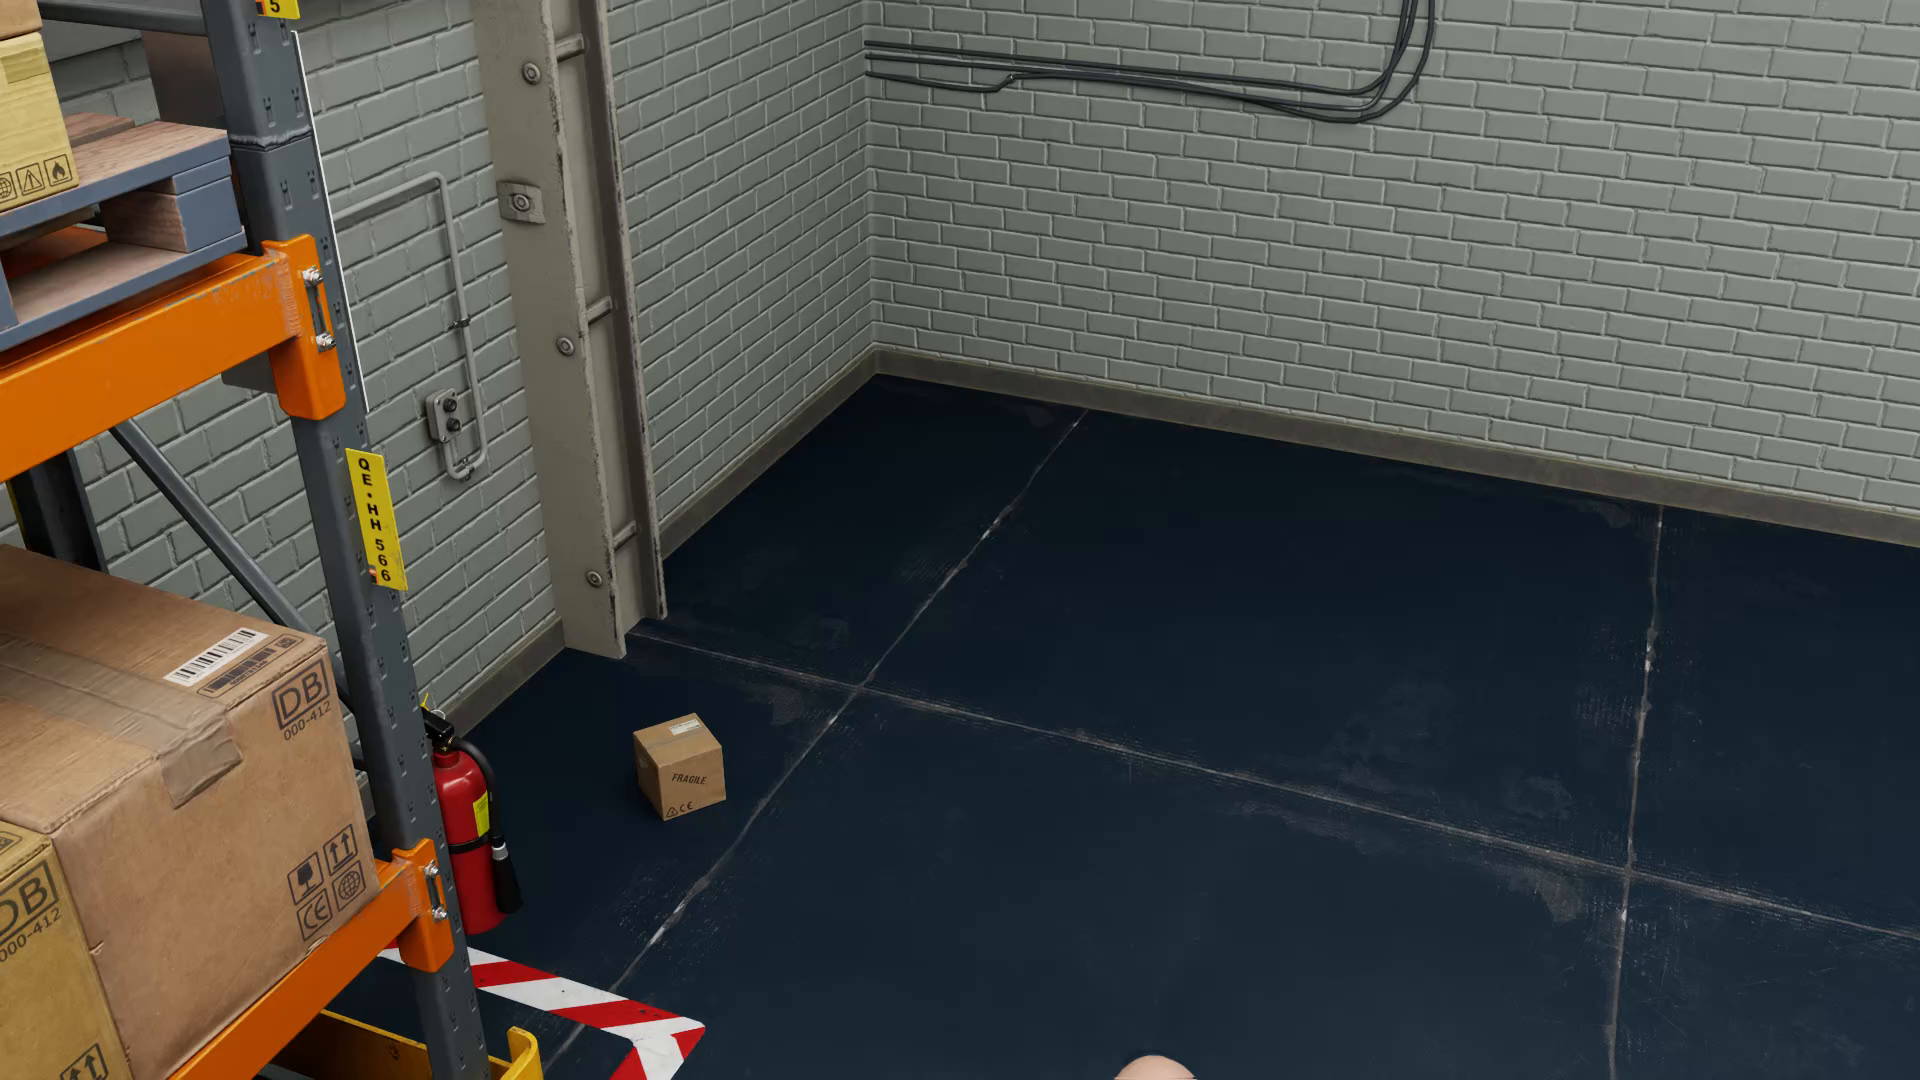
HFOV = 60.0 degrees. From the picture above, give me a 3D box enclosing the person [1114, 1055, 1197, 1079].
[{"bbox_3d":[0.320,1.652,3.124,0.577,1.718,0.711,-8,30,-15],"label":"person"}]
